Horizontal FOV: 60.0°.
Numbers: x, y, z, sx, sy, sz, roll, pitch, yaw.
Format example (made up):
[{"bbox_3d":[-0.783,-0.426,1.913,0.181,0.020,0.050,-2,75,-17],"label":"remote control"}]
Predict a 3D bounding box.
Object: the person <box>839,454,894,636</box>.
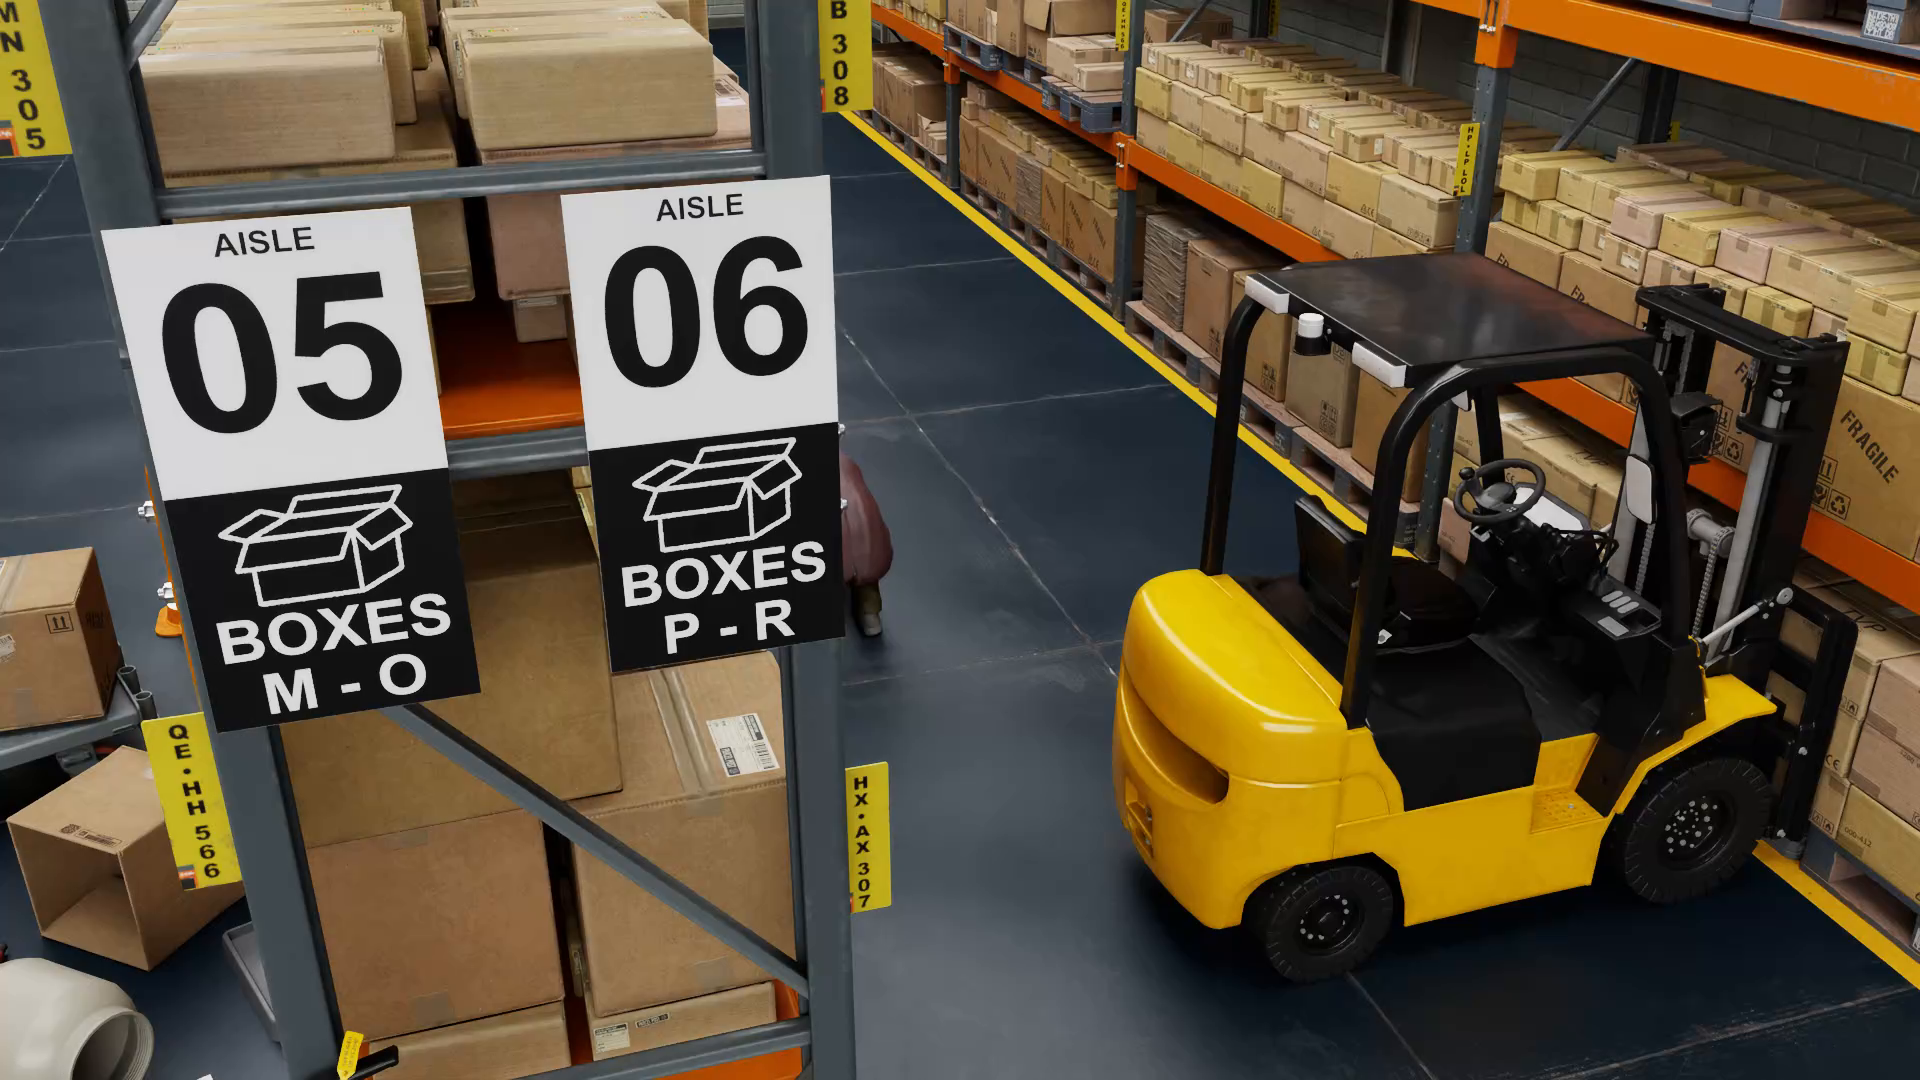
[{"bbox_3d":[-0.630,0.004,7.826,0.582,0.883,0.919,-9,27,-17],"label":"person"}]
